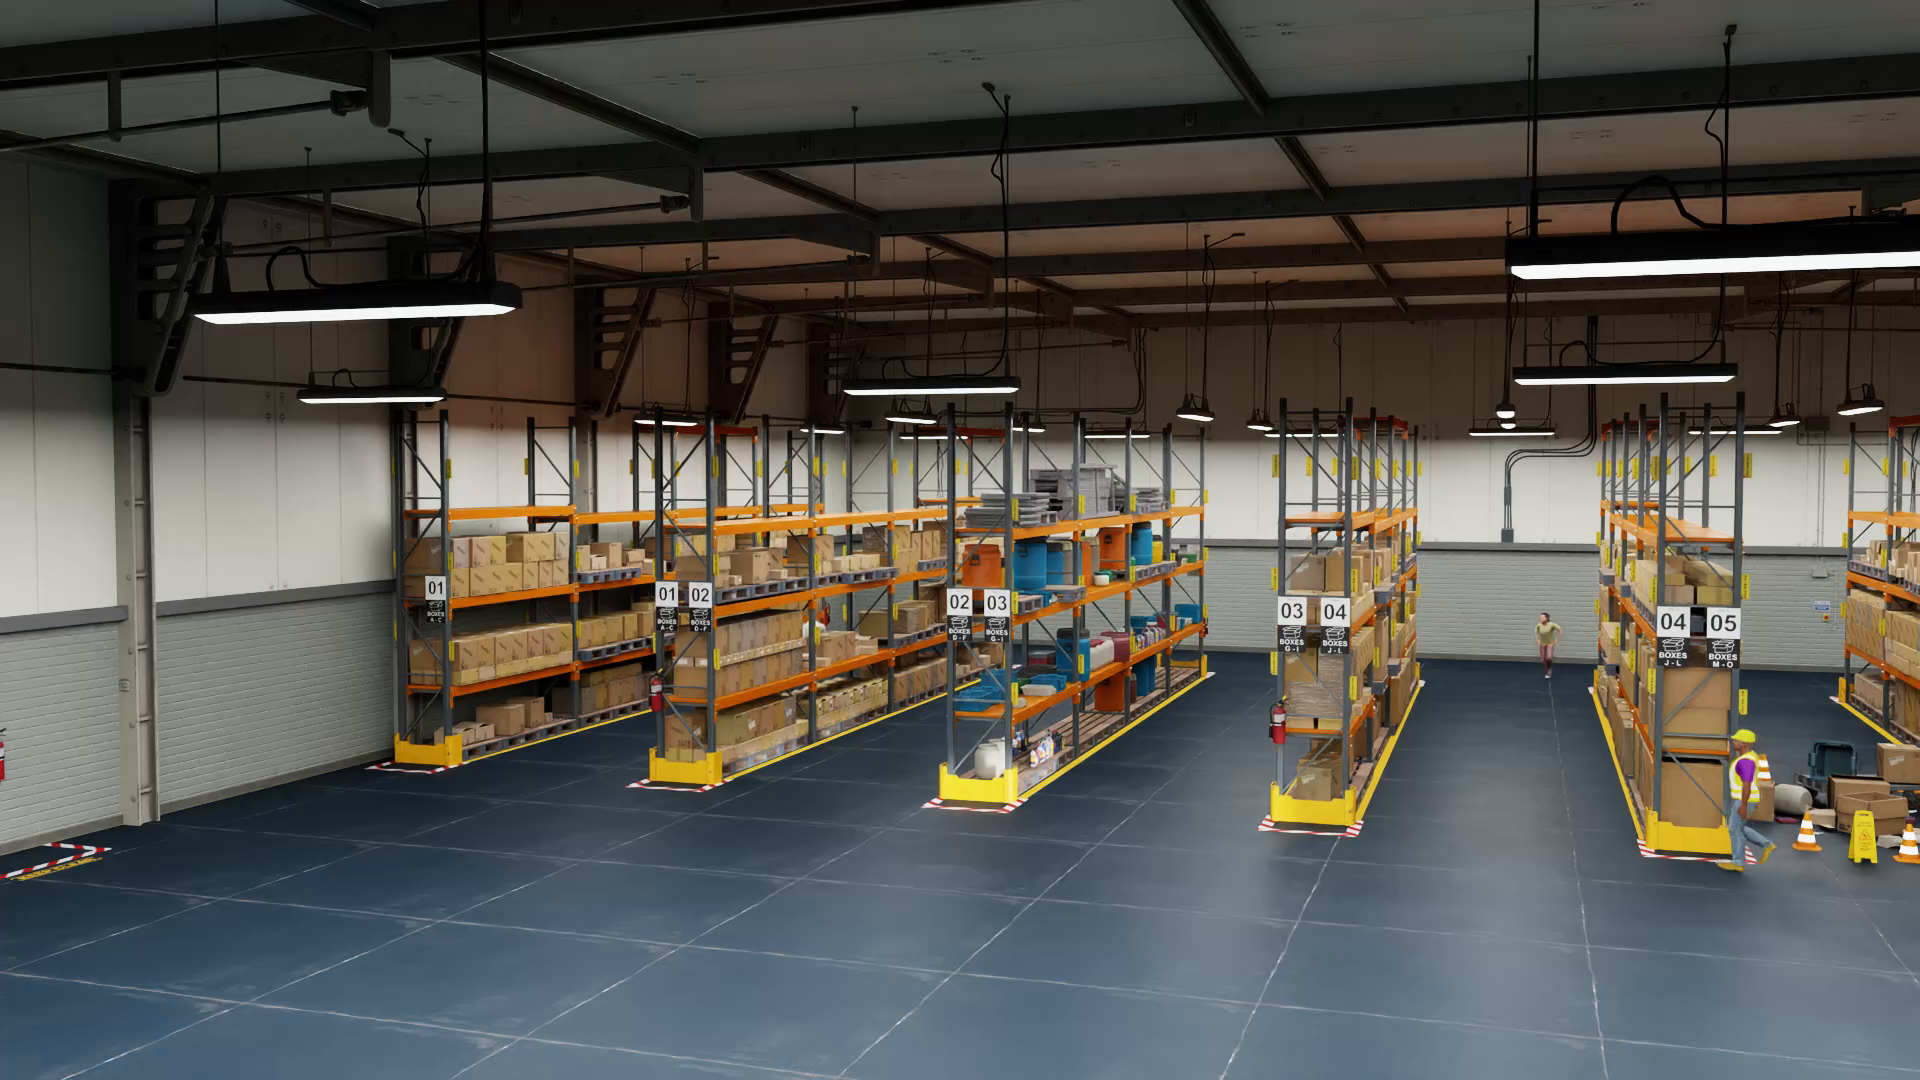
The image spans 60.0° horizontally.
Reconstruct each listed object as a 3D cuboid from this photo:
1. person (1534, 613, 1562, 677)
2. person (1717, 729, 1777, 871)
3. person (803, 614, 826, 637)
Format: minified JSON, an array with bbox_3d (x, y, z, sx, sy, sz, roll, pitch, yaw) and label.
[{"bbox_3d":[14.063,2.512,39.736,0.631,1.580,0.671,1,3,29],"label":"person"},{"bbox_3d":[9.775,3.226,20.612,0.693,1.755,0.582,1,3,17],"label":"person"},{"bbox_3d":[-3.313,2.506,37.715,0.596,1.722,1.055,0,2,4],"label":"person"}]
